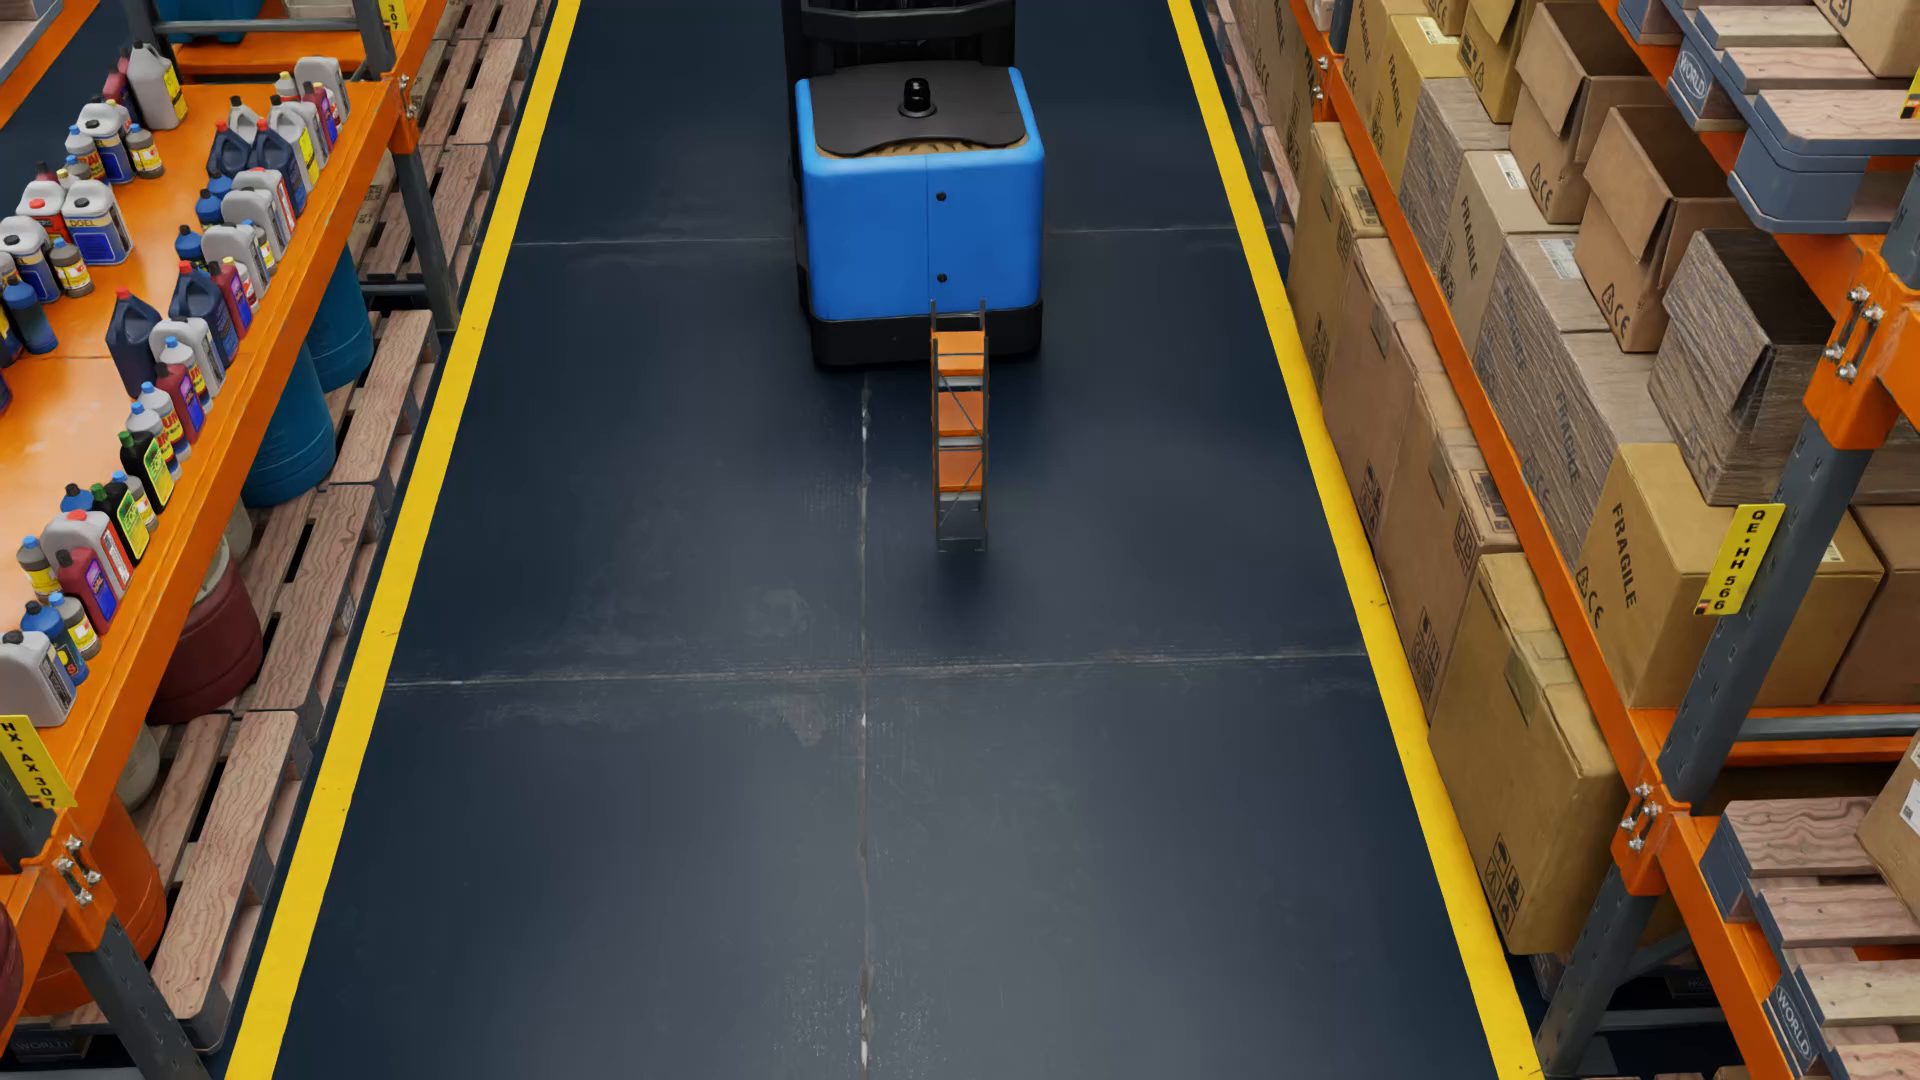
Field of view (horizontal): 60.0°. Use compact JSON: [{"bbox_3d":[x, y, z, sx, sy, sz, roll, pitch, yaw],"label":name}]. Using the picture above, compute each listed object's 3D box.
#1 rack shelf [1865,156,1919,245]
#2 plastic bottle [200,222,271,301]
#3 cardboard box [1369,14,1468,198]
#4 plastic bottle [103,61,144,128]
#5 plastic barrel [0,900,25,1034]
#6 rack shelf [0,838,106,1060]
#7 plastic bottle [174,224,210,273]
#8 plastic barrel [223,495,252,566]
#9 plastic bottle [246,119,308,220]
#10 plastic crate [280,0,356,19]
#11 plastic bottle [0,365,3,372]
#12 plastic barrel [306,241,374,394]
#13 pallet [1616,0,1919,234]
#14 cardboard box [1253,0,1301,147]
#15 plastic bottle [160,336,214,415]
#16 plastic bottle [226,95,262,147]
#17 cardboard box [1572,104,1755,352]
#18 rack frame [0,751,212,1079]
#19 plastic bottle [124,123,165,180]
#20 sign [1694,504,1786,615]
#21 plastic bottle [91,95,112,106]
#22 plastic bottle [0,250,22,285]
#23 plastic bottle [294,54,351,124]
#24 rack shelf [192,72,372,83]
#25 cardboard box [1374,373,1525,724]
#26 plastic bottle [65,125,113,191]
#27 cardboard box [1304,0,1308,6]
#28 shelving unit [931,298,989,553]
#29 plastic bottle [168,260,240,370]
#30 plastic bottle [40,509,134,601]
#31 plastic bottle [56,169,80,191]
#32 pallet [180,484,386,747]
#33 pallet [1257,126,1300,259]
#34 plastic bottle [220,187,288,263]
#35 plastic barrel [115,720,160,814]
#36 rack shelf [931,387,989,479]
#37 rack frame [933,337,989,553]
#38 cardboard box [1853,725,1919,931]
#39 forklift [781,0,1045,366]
[{"bbox_3d":[2.165,-1.808,4.671,0.919,0.124,3.809,-2,43,-2],"label":"rack shelf"},{"bbox_3d":[-2.476,-0.967,5.677,0.152,0.276,0.135,-2,43,-2],"label":"plastic bottle"},{"bbox_3d":[1.873,-1.626,6.230,0.500,0.500,0.500,-2,43,-2],"label":"cardboard box"},{"bbox_3d":[-3.273,-1.711,6.483,0.061,0.283,0.133,-2,43,-2],"label":"plastic bottle"},{"bbox_3d":[-2.376,0.851,3.501,0.600,0.536,0.708,-2,43,-2],"label":"plastic barrel"},{"bbox_3d":[-2.613,2.212,2.649,1.077,0.370,4.000,-2,43,-2],"label":"rack shelf"},{"bbox_3d":[-2.600,-0.949,5.661,0.097,0.271,0.097,0,43,0],"label":"plastic bottle"},{"bbox_3d":[-2.897,-0.112,6.183,0.421,0.512,0.421,0,43,0],"label":"plastic barrel"},{"bbox_3d":[-2.494,-1.350,6.039,0.144,0.351,0.185,-2,43,-2],"label":"plastic bottle"},{"bbox_3d":[-2.745,-2.347,7.241,0.396,0.136,0.243,-2,43,-2],"label":"plastic crate"},{"bbox_3d":[-3.143,-0.610,5.281,0.061,0.283,0.133,-2,43,-2],"label":"plastic bottle"},{"bbox_3d":[-2.862,-1.117,6.991,0.600,0.901,0.708,-2,43,-2],"label":"plastic barrel"},{"bbox_3d":[2.170,-1.015,3.557,1.213,0.211,1.003,0,43,0],"label":"pallet"},{"bbox_3d":[2.094,-2.673,8.708,0.875,0.875,0.875,-2,43,-2],"label":"cardboard box"},{"bbox_3d":[-2.420,-0.516,5.188,0.097,0.271,0.097,0,43,0],"label":"plastic bottle"},{"bbox_3d":[-2.646,-1.470,6.171,0.144,0.351,0.185,-2,43,-2],"label":"plastic bottle"},{"bbox_3d":[2.211,-0.886,4.681,0.797,0.503,0.637,-1,43,-1],"label":"cardboard box"},{"bbox_3d":[-2.695,0.596,3.879,0.949,2.616,0.053,-2,43,-2],"label":"rack frame"},{"bbox_3d":[-3.090,-1.476,6.288,0.097,0.201,0.097,0,43,0],"label":"plastic bottle"},{"bbox_3d":[1.696,0.046,3.623,0.100,0.325,0.005,-2,43,-2],"label":"sign"},{"bbox_3d":[-3.246,-1.564,6.331,0.097,0.271,0.097,0,43,0],"label":"plastic bottle"},{"bbox_3d":[-3.202,-0.872,5.577,0.097,0.271,0.097,0,43,0],"label":"plastic bottle"},{"bbox_3d":[-2.528,-1.801,6.587,0.152,0.276,0.135,-2,43,-2],"label":"plastic bottle"},{"bbox_3d":[-2.953,-3.242,8.493,0.831,0.071,3.687,-2,43,-2],"label":"rack shelf"},{"bbox_3d":[2.212,0.014,5.776,1.225,0.875,0.875,-2,43,-2],"label":"cardboard box"},{"bbox_3d":[-3.236,-1.407,6.160,0.097,0.271,0.097,0,43,0],"label":"plastic bottle"},{"bbox_3d":[1.729,-2.524,7.470,0.380,0.149,0.250,-1,43,-1],"label":"cardboard box"},{"bbox_3d":[-0.002,-0.423,6.435,0.215,1.050,0.252,-2,43,-2],"label":"shelving unit"},{"bbox_3d":[-2.455,-0.731,5.364,0.144,0.351,0.185,-2,43,-2],"label":"plastic bottle"},{"bbox_3d":[-2.413,0.028,4.591,0.152,0.276,0.135,-2,43,-2],"label":"plastic bottle"},{"bbox_3d":[-3.228,-1.250,6.040,0.097,0.201,0.097,0,43,0],"label":"plastic bottle"},{"bbox_3d":[-2.822,0.272,6.297,1.003,0.211,1.213,-2,43,-2],"label":"pallet"},{"bbox_3d":[2.126,-1.734,8.485,1.003,0.211,1.213,-2,43,-2],"label":"pallet"},{"bbox_3d":[-2.486,-1.123,5.848,0.152,0.276,0.135,-2,43,-2],"label":"plastic bottle"},{"bbox_3d":[-2.849,0.650,5.351,0.421,0.512,0.421,0,43,0],"label":"plastic barrel"},{"bbox_3d":[-0.002,-0.415,6.442,0.215,0.259,0.240,-2,43,-2],"label":"rack shelf"},{"bbox_3d":[0.003,-0.341,6.345,0.200,1.050,0.008,-2,43,-2],"label":"rack frame"},{"bbox_3d":[2.313,0.626,3.462,0.500,0.500,0.500,-6,43,-7],"label":"cardboard box"},{"bbox_3d":[-0.315,-2.863,7.704,1.130,2.935,3.031,-5,43,-5],"label":"forklift"}]
